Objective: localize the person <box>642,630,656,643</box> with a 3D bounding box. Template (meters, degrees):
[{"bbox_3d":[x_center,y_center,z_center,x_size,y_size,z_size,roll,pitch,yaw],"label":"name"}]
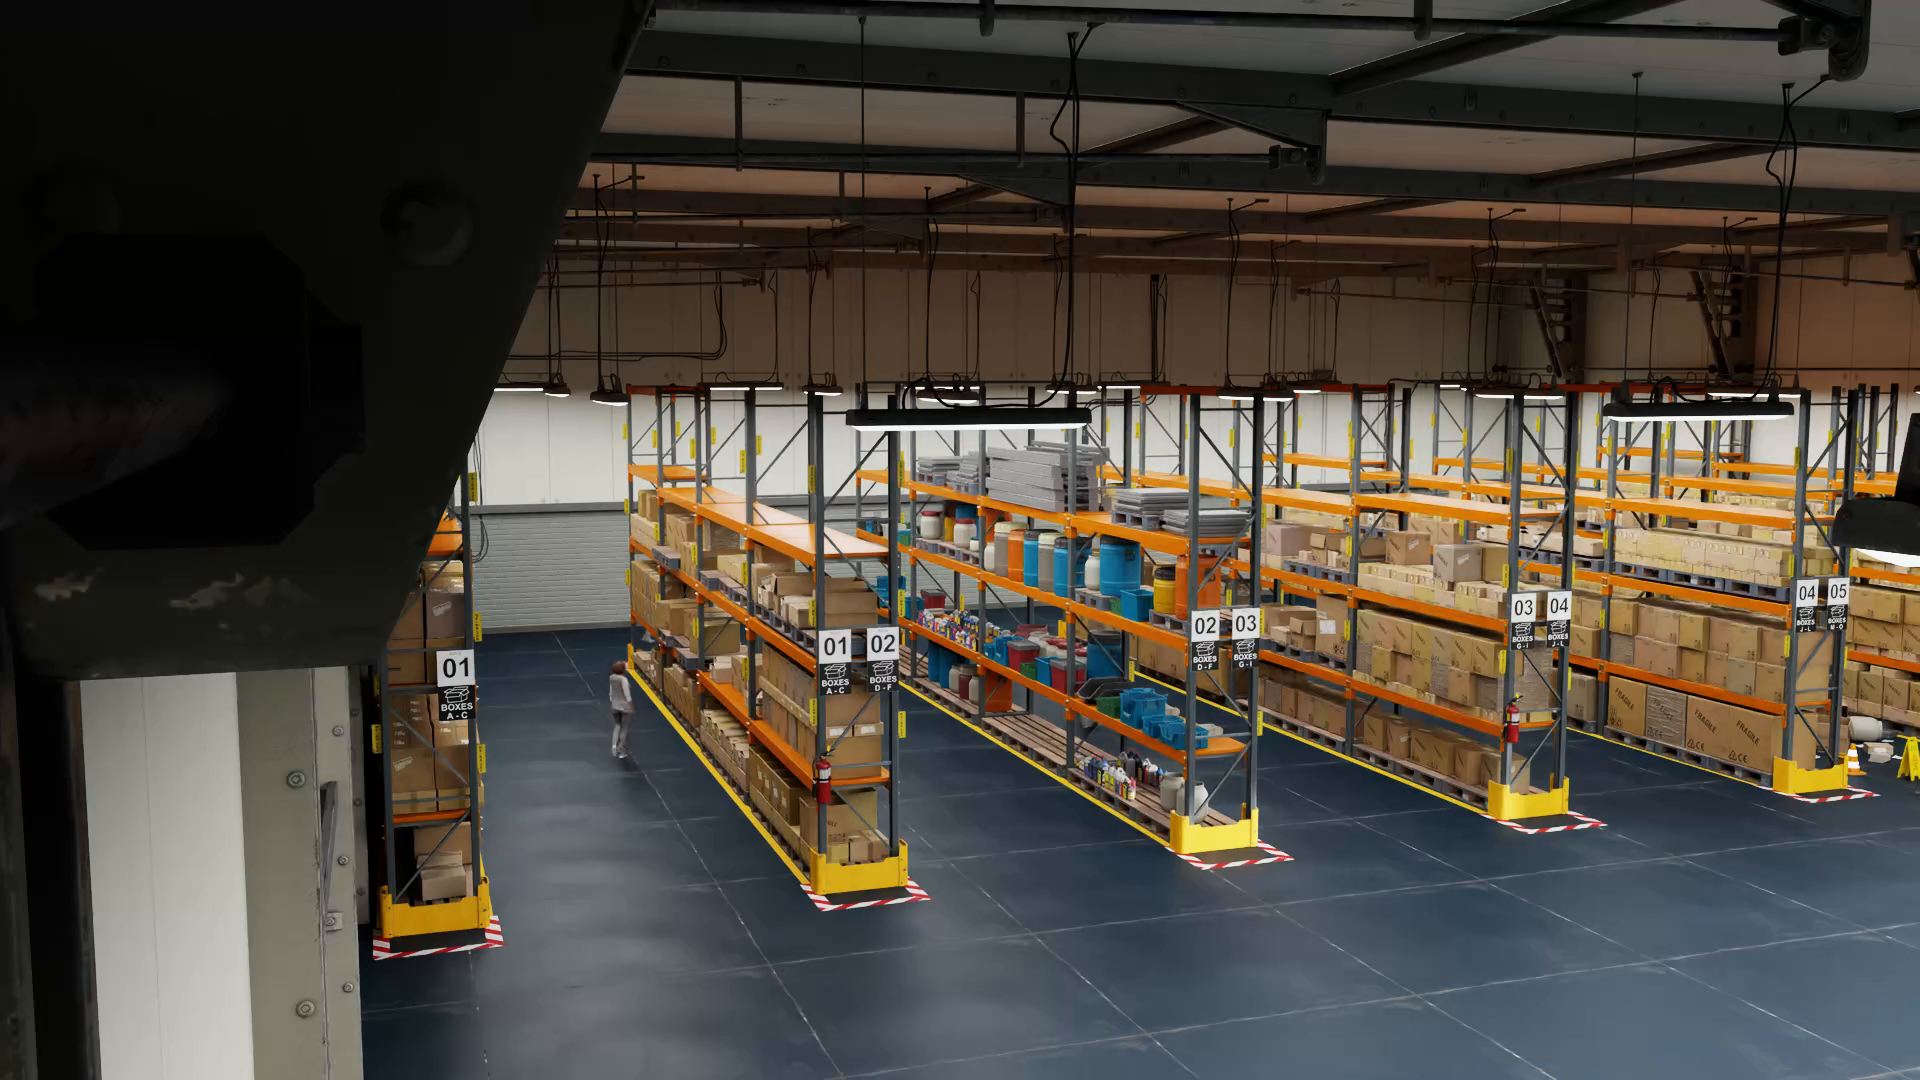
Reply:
[{"bbox_3d":[-6.754,1.547,38.166,1.082,1.669,0.606,0,6,-3],"label":"person"}]

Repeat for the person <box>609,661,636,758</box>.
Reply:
[{"bbox_3d":[-5.495,2.740,26.974,0.444,1.593,0.316,2,6,15],"label":"person"}]

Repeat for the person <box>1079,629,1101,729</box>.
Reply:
[{"bbox_3d":[2.307,2.438,29.209,0.570,1.772,0.477,2,6,23],"label":"person"}]
